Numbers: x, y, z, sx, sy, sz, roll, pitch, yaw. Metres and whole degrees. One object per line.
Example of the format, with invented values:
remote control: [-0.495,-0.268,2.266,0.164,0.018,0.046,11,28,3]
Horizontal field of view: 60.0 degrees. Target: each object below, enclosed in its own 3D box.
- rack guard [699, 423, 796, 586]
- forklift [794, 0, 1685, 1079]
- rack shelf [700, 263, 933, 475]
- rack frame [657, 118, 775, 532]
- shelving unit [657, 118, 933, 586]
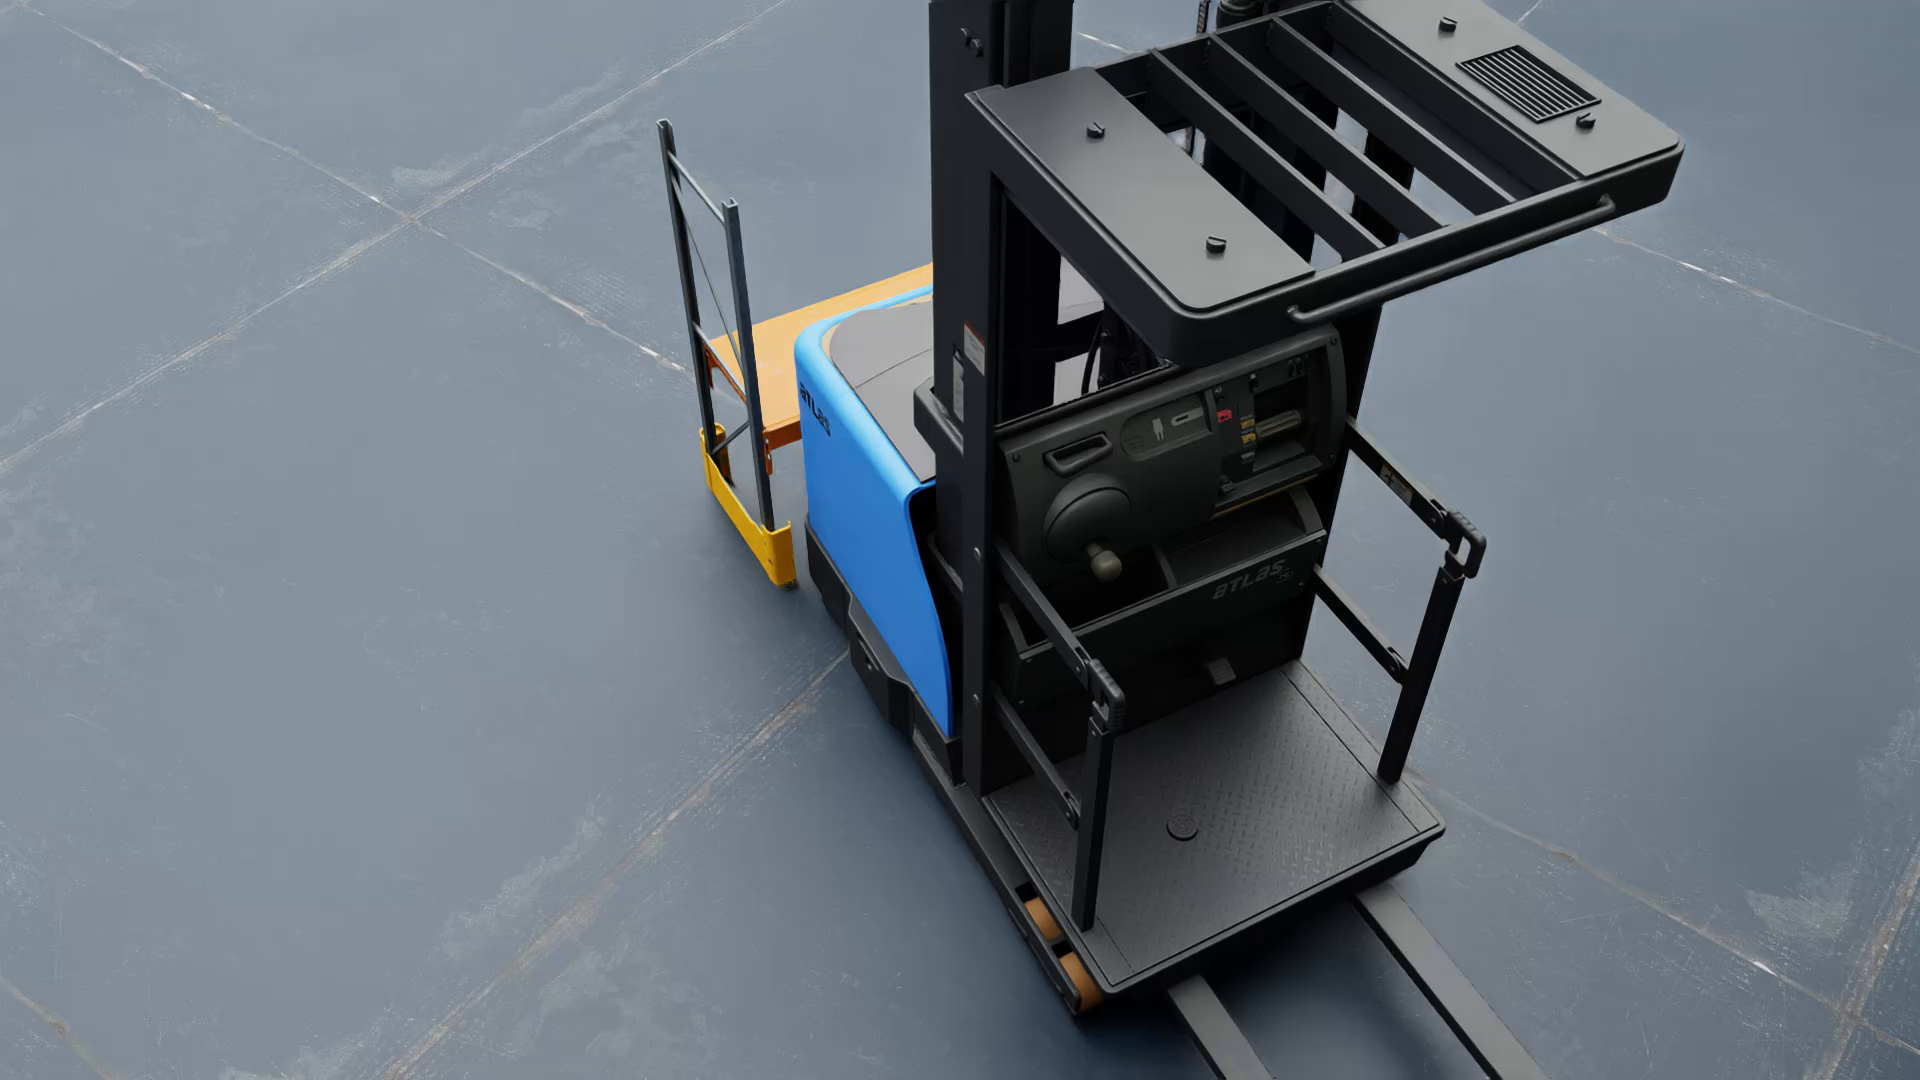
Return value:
rack guard: [-0.729,-0.126,5.698,0.087,0.250,0.587,-23,50,-20]
forklift: [0.629,-0.110,3.828,1.130,2.935,3.031,-21,50,-19]
rack shelf: [-0.306,-0.610,5.545,1.000,0.185,0.538,-23,50,-20]
rack frame: [-0.746,-0.551,5.239,0.032,1.500,0.500,-23,50,-20]
shelving unit: [-0.298,-0.738,5.418,1.083,1.500,0.587,-23,50,-20]
